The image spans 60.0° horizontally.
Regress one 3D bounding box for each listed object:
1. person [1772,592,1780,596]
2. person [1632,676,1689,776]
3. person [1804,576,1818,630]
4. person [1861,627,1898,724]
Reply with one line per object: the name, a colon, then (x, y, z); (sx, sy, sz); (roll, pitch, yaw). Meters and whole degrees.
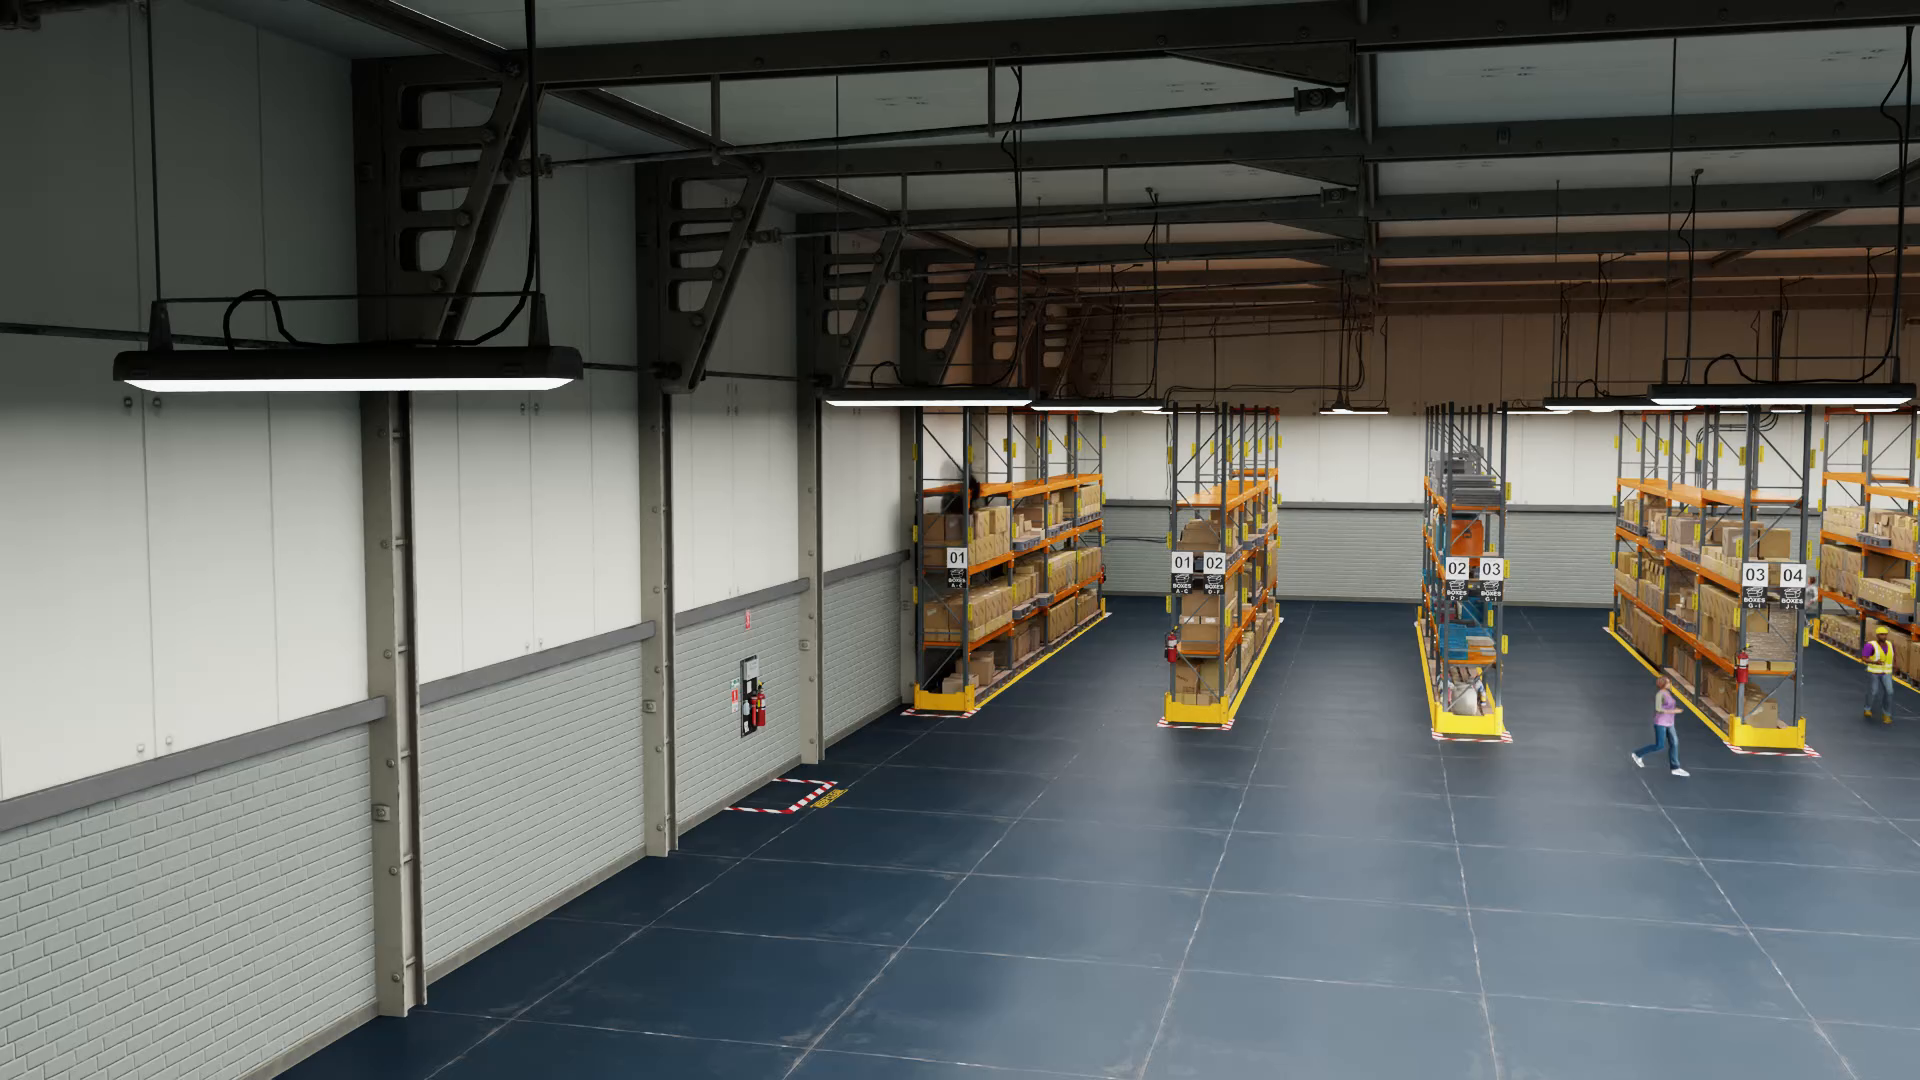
person: (21.675, 1.659, 43.776); (0.679, 1.728, 0.716); (-3, 5, -34)
person: (11.233, 2.959, 26.596); (0.874, 1.560, 0.546); (4, 6, 45)
person: (22.613, 1.700, 44.461); (0.539, 1.509, 0.641); (2, 5, 21)
person: (17.303, 2.546, 31.275); (0.724, 1.848, 0.757); (0, 4, 5)
